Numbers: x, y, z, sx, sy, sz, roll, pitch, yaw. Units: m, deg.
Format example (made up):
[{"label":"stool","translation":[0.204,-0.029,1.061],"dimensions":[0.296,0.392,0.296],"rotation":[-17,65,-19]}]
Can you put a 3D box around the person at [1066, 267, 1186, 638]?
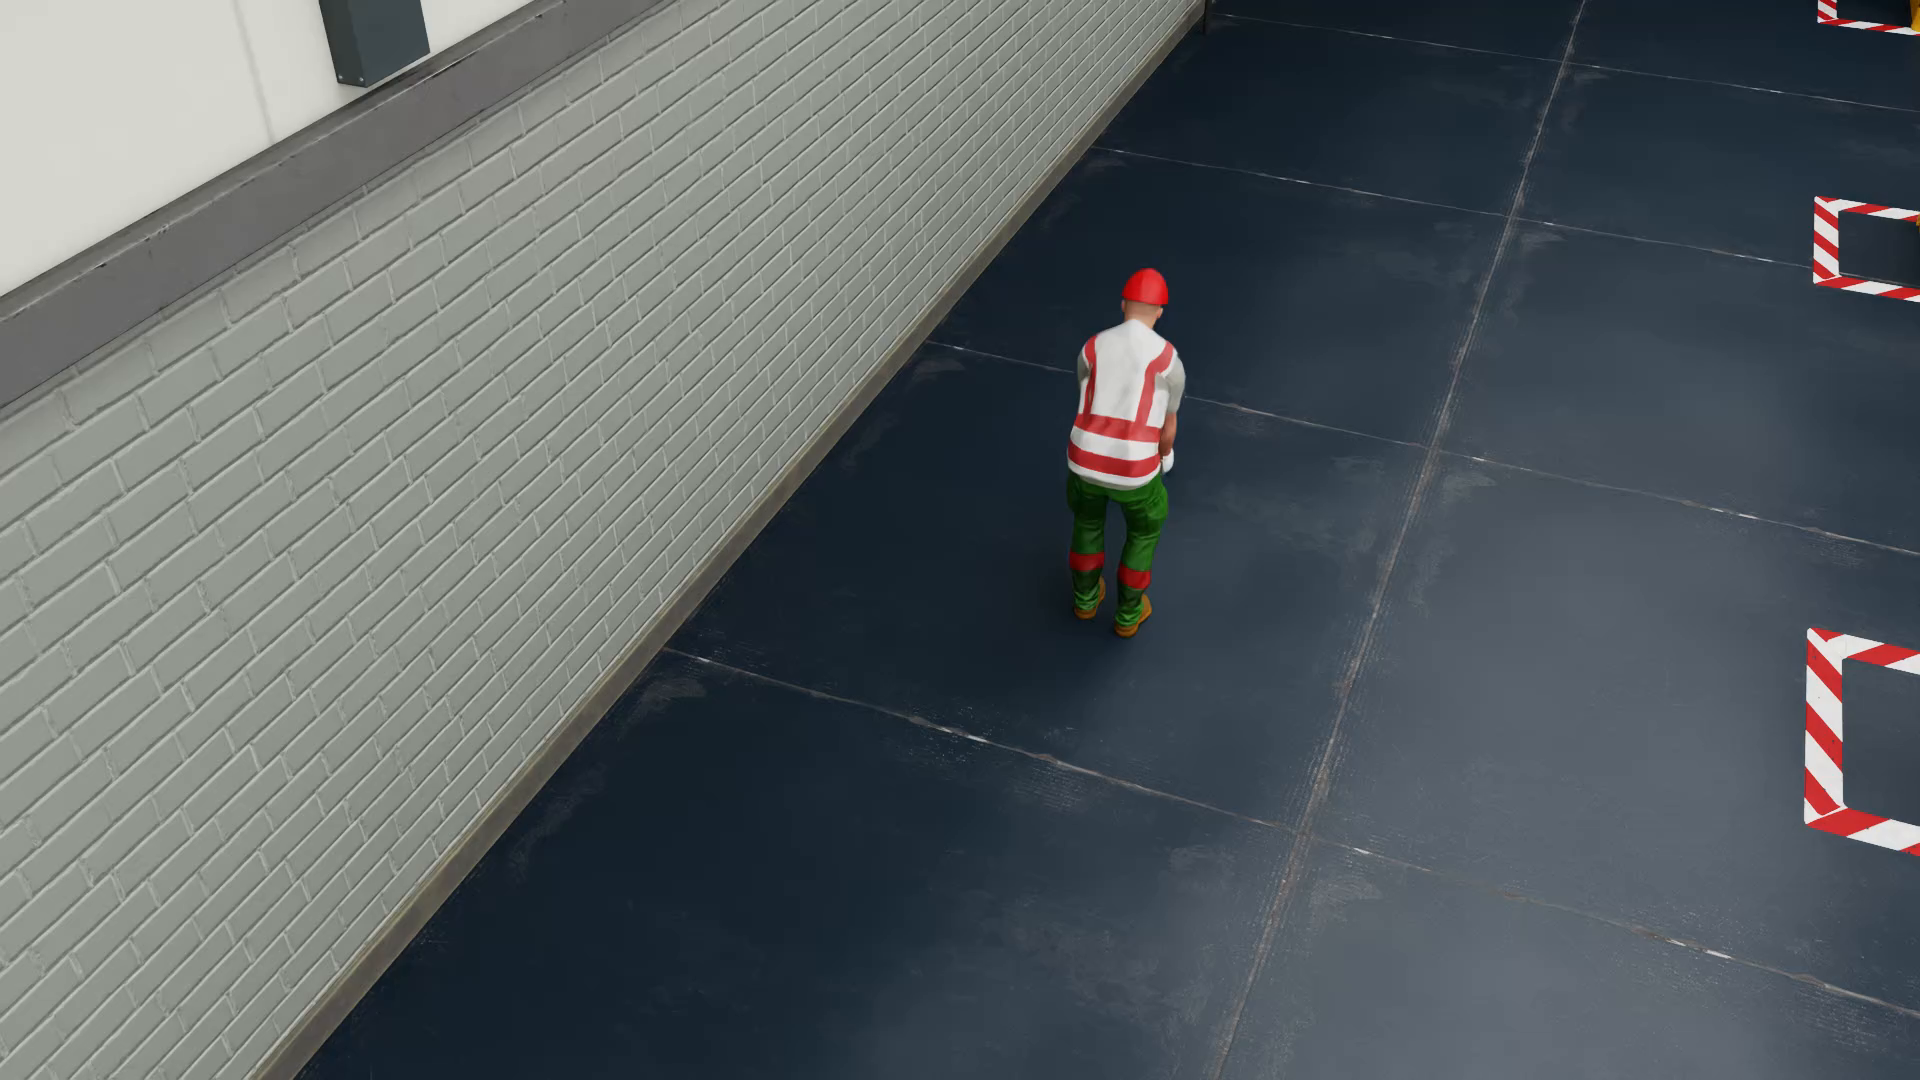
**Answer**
[{"label":"person","translation":[0.733,-0.381,7.434],"dimensions":[0.492,1.628,0.739],"rotation":[13,39,17]}]
